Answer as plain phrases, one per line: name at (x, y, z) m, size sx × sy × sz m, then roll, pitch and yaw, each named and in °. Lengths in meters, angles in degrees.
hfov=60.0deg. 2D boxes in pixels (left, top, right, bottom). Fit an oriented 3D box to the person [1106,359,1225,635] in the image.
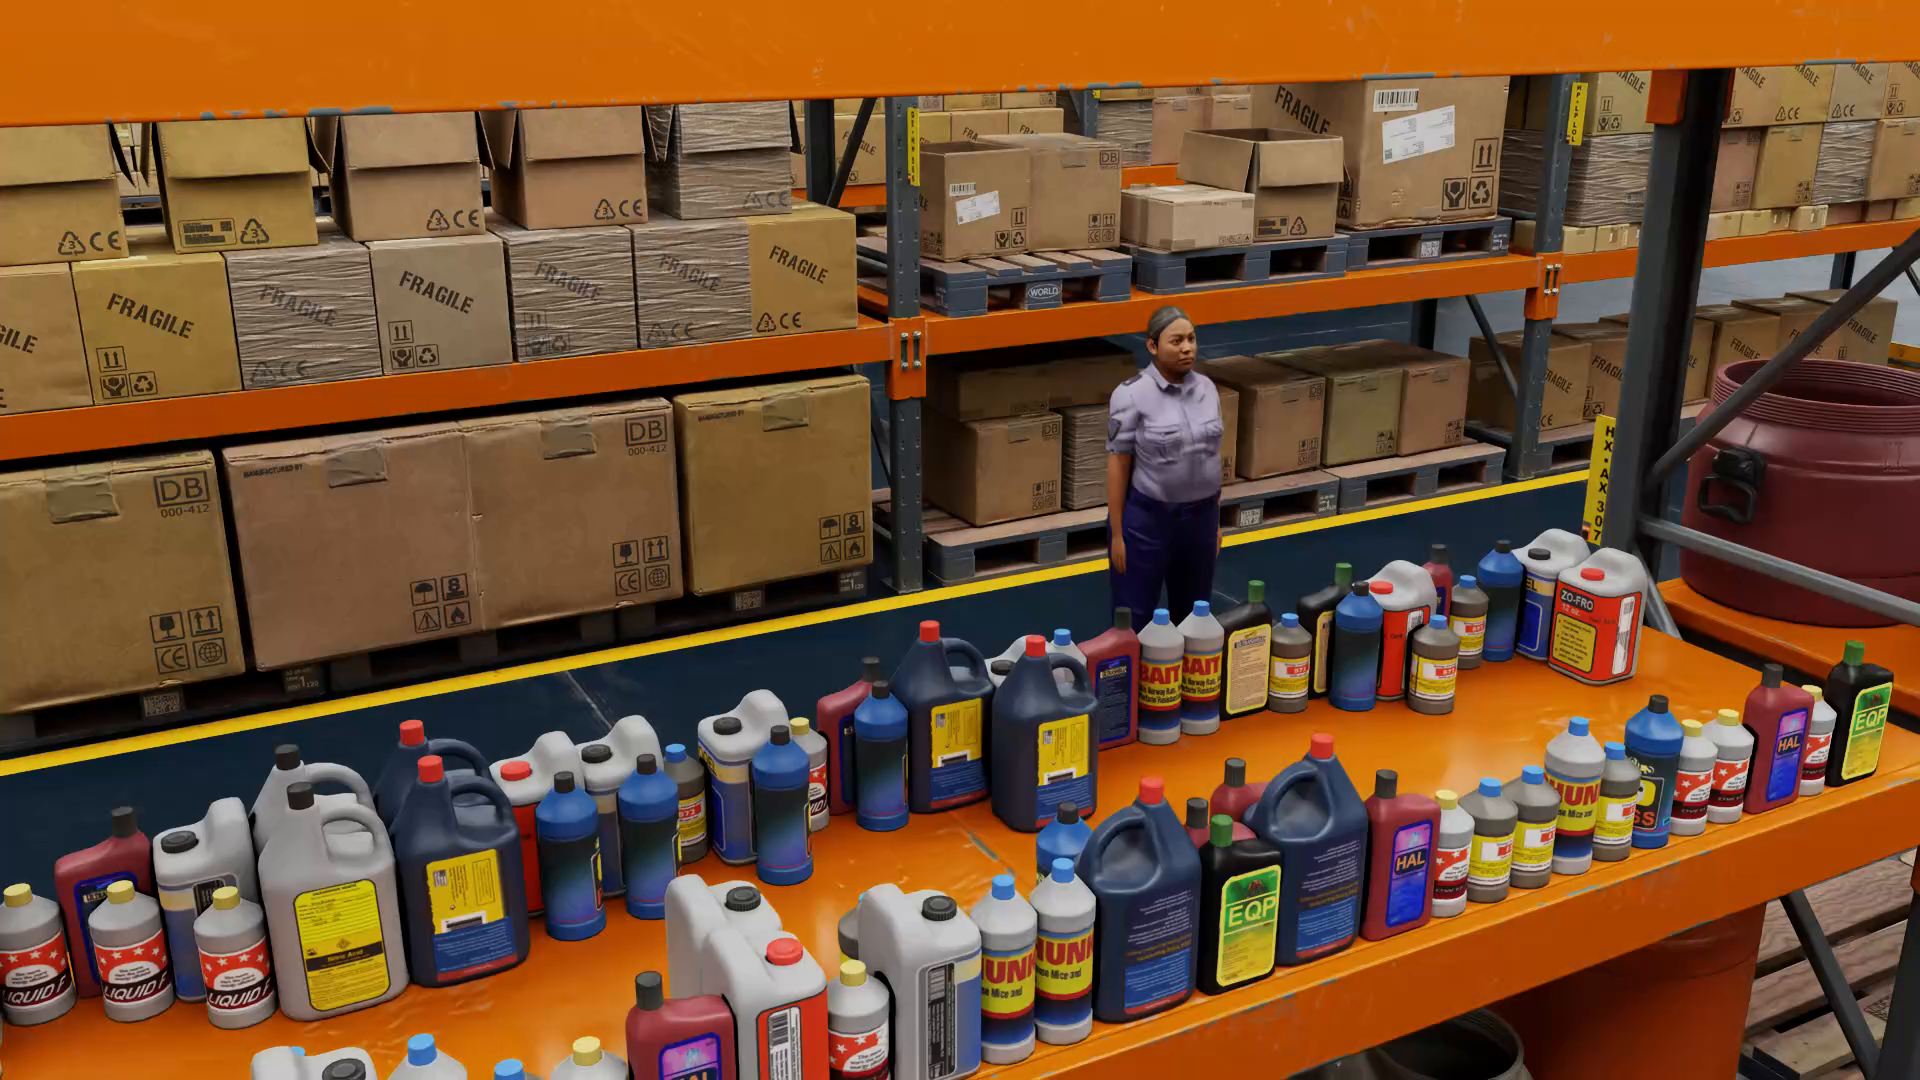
person at (0.770, 0.058, 6.164) m, size 0.470 × 1.450 × 0.359 m, roll -9°, pitch 21°, yaw -26°
